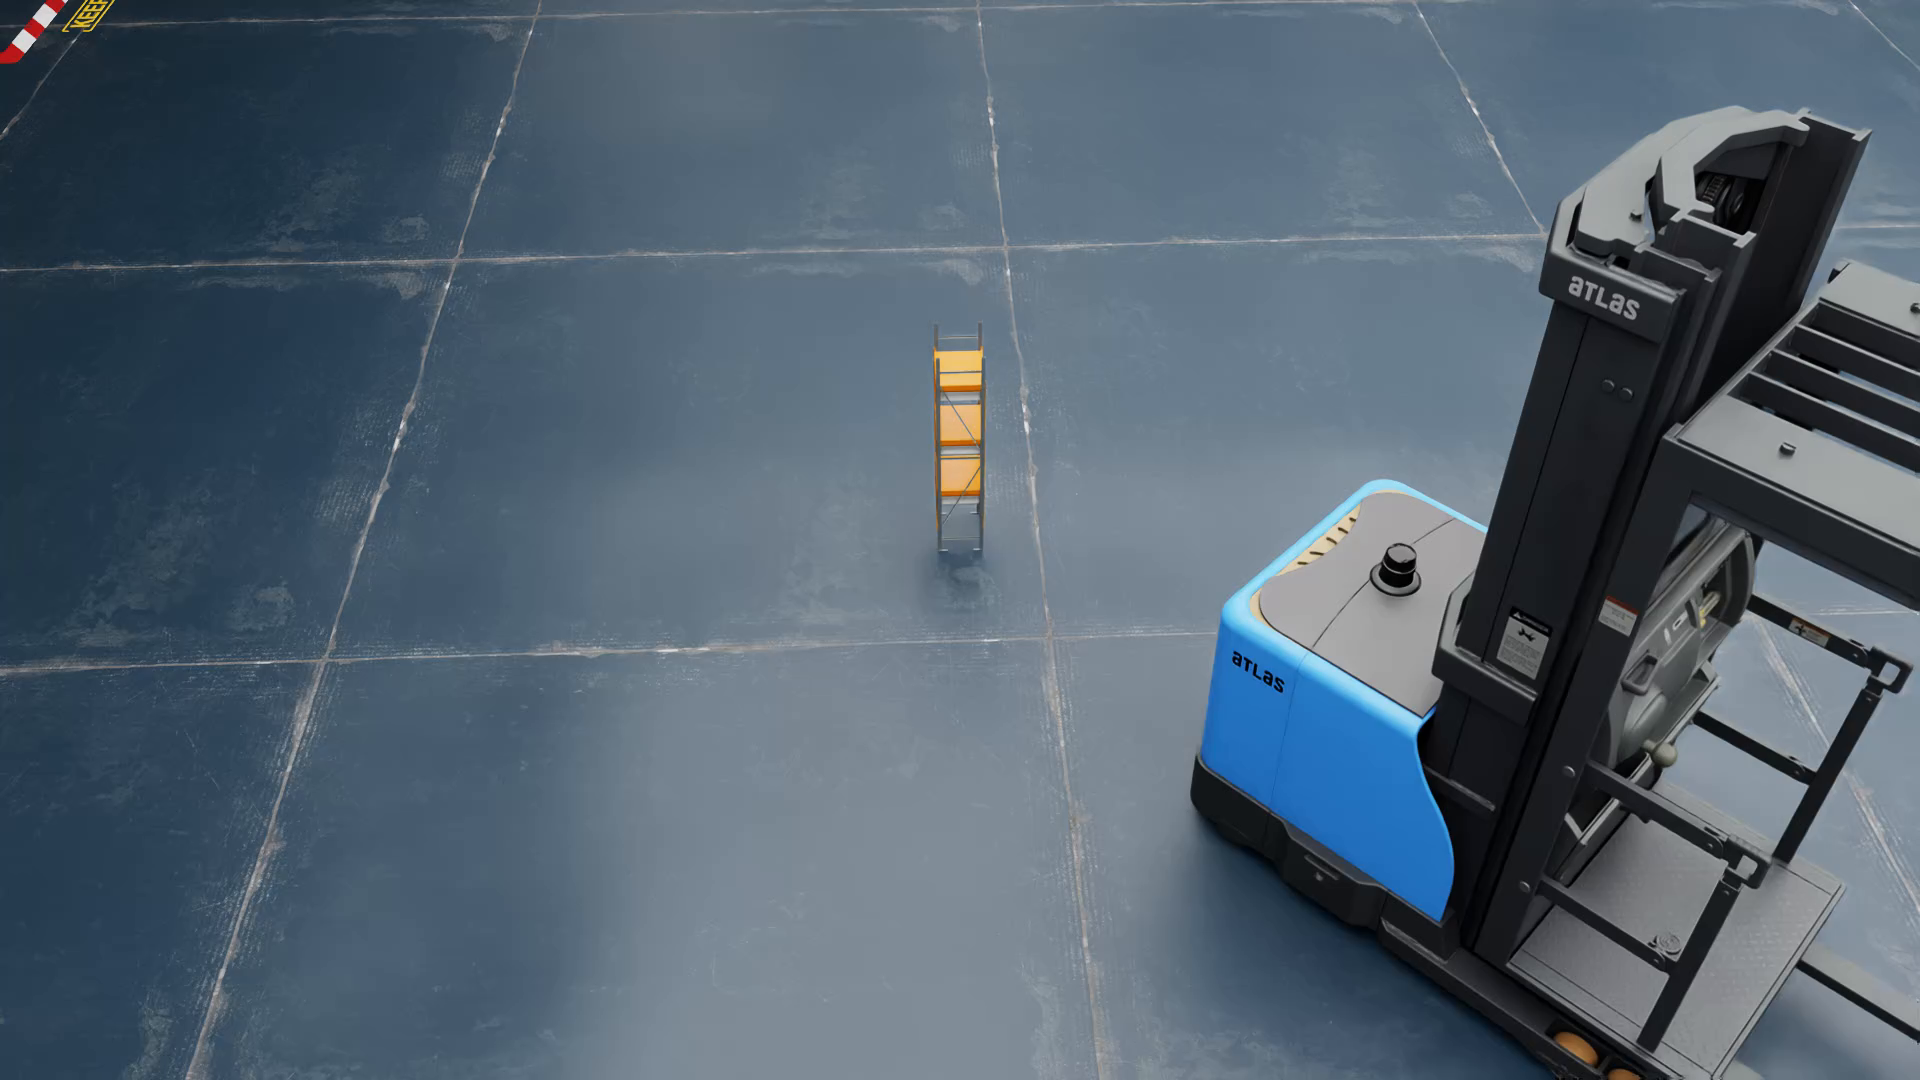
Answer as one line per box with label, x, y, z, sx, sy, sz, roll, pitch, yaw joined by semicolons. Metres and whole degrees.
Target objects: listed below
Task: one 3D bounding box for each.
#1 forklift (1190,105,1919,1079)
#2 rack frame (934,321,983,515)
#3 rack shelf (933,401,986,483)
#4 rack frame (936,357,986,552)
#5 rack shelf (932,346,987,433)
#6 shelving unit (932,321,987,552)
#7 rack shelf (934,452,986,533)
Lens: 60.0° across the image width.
forklift;2.279;0.386;4.809;3.031;2.935;1.130;33;52;31
rack frame;-0.007;-0.506;7.174;0.200;1.050;0.008;-2;43;-2
rack shelf;-0.002;-0.415;7.092;0.215;0.259;0.240;-2;43;-2
rack frame;0.003;-0.341;6.994;0.200;1.050;0.008;-2;43;-2
rack shelf;-0.002;-0.625;6.900;0.215;0.259;0.240;-2;43;-2
shelving unit;-0.002;-0.423;7.084;0.215;1.050;0.252;-2;43;-2
rack shelf;-0.002;-0.210;7.279;0.215;0.259;0.240;-2;43;-2
